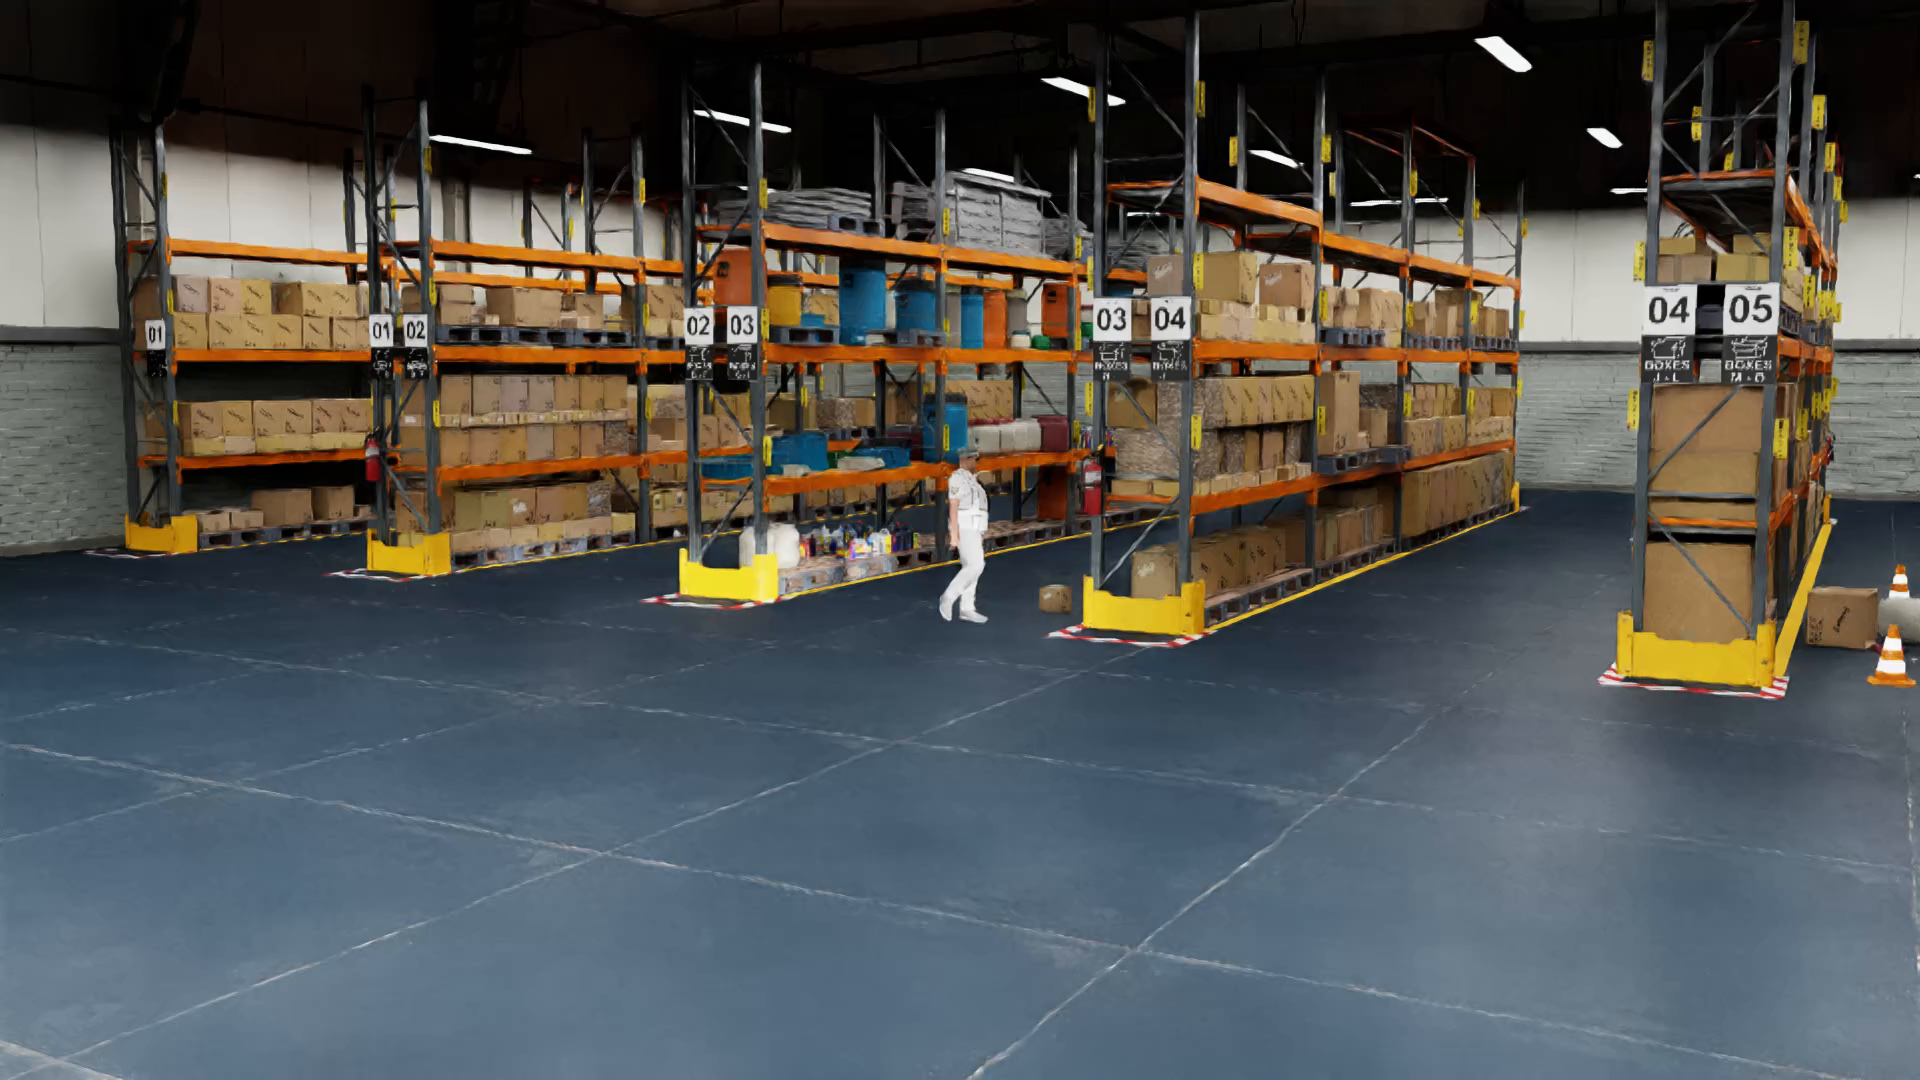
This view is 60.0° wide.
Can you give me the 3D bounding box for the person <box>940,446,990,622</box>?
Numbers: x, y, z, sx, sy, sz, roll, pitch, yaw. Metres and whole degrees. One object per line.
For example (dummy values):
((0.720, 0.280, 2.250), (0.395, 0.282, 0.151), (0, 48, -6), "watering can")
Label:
((0.073, -0.063, 16.687), (0.476, 1.748, 0.690), (2, 6, 16), "person")
